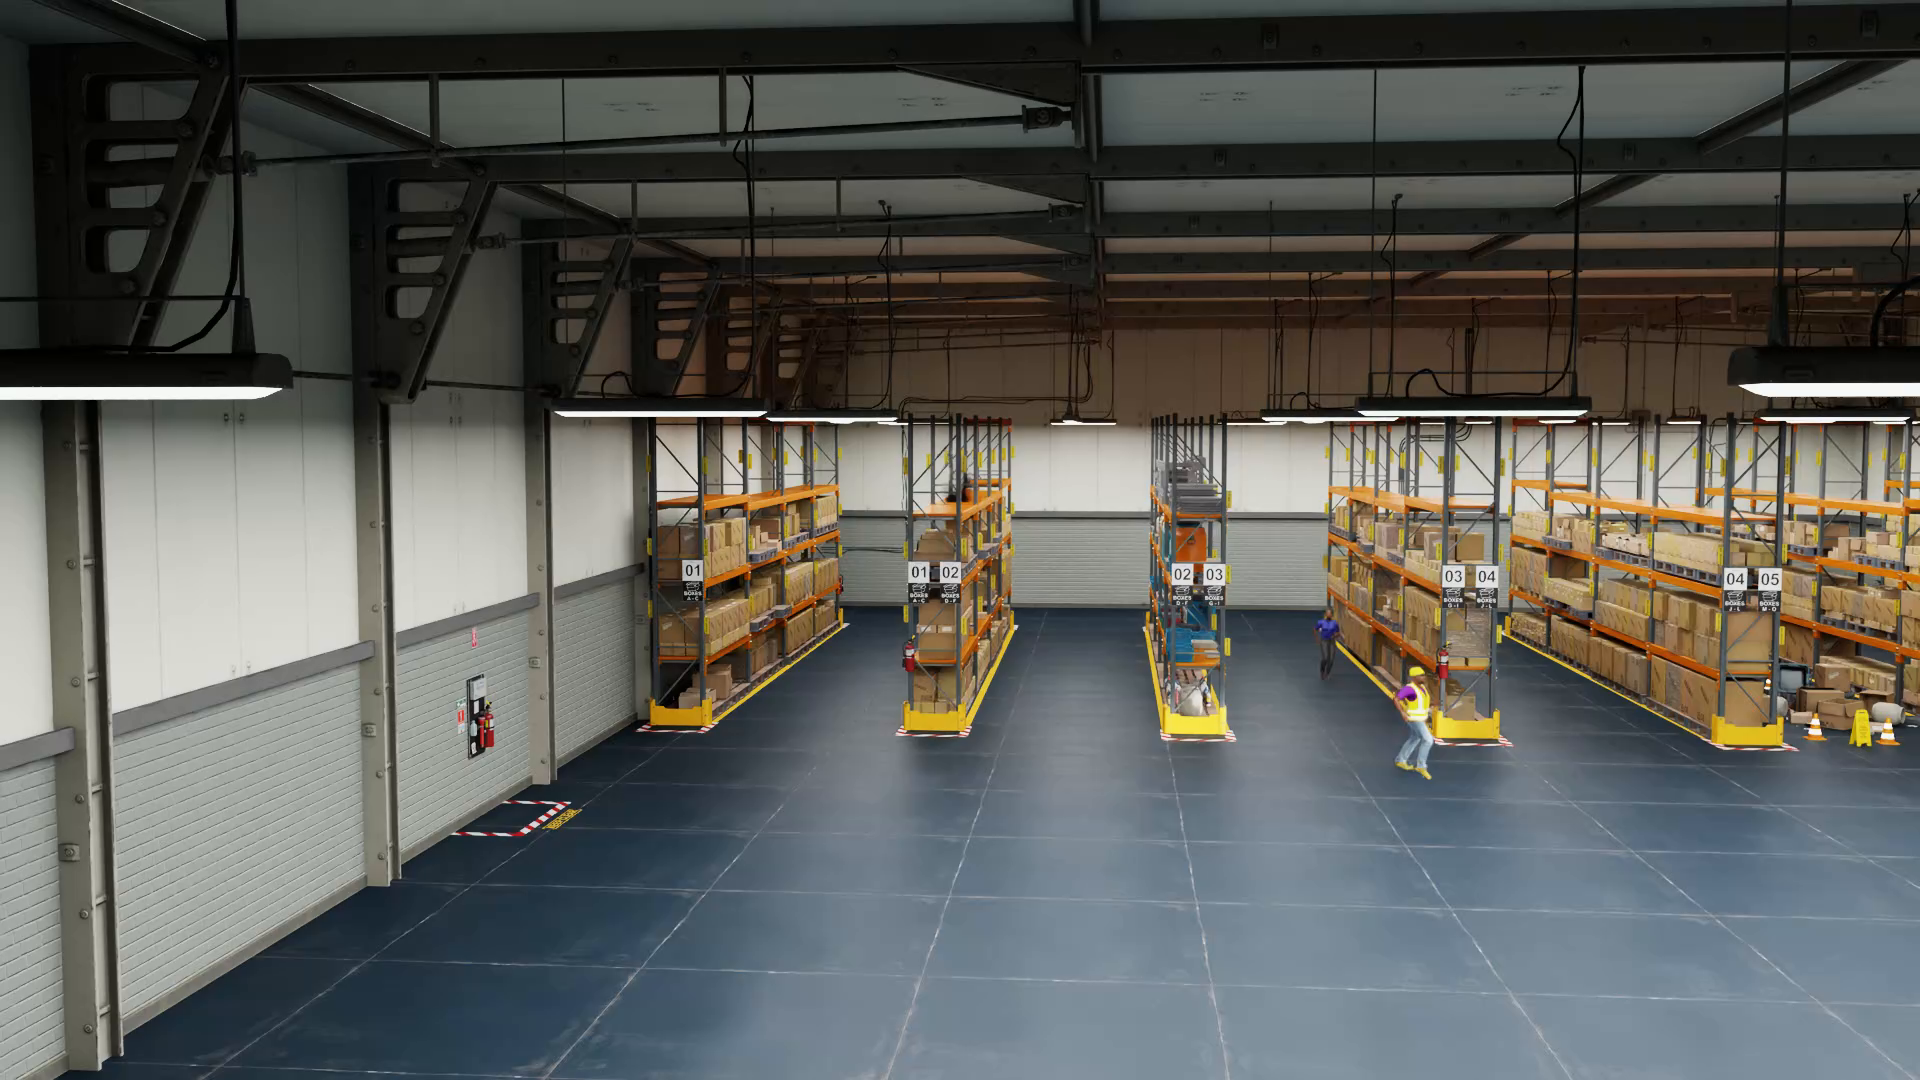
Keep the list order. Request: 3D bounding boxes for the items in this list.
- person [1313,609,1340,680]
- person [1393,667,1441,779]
[{"bbox_3d":[8.312,2.369,37.579,0.550,1.626,0.646,0,4,-2],"label":"person"},{"bbox_3d":[7.530,3.003,27.383,0.764,1.830,0.670,3,5,34],"label":"person"}]
